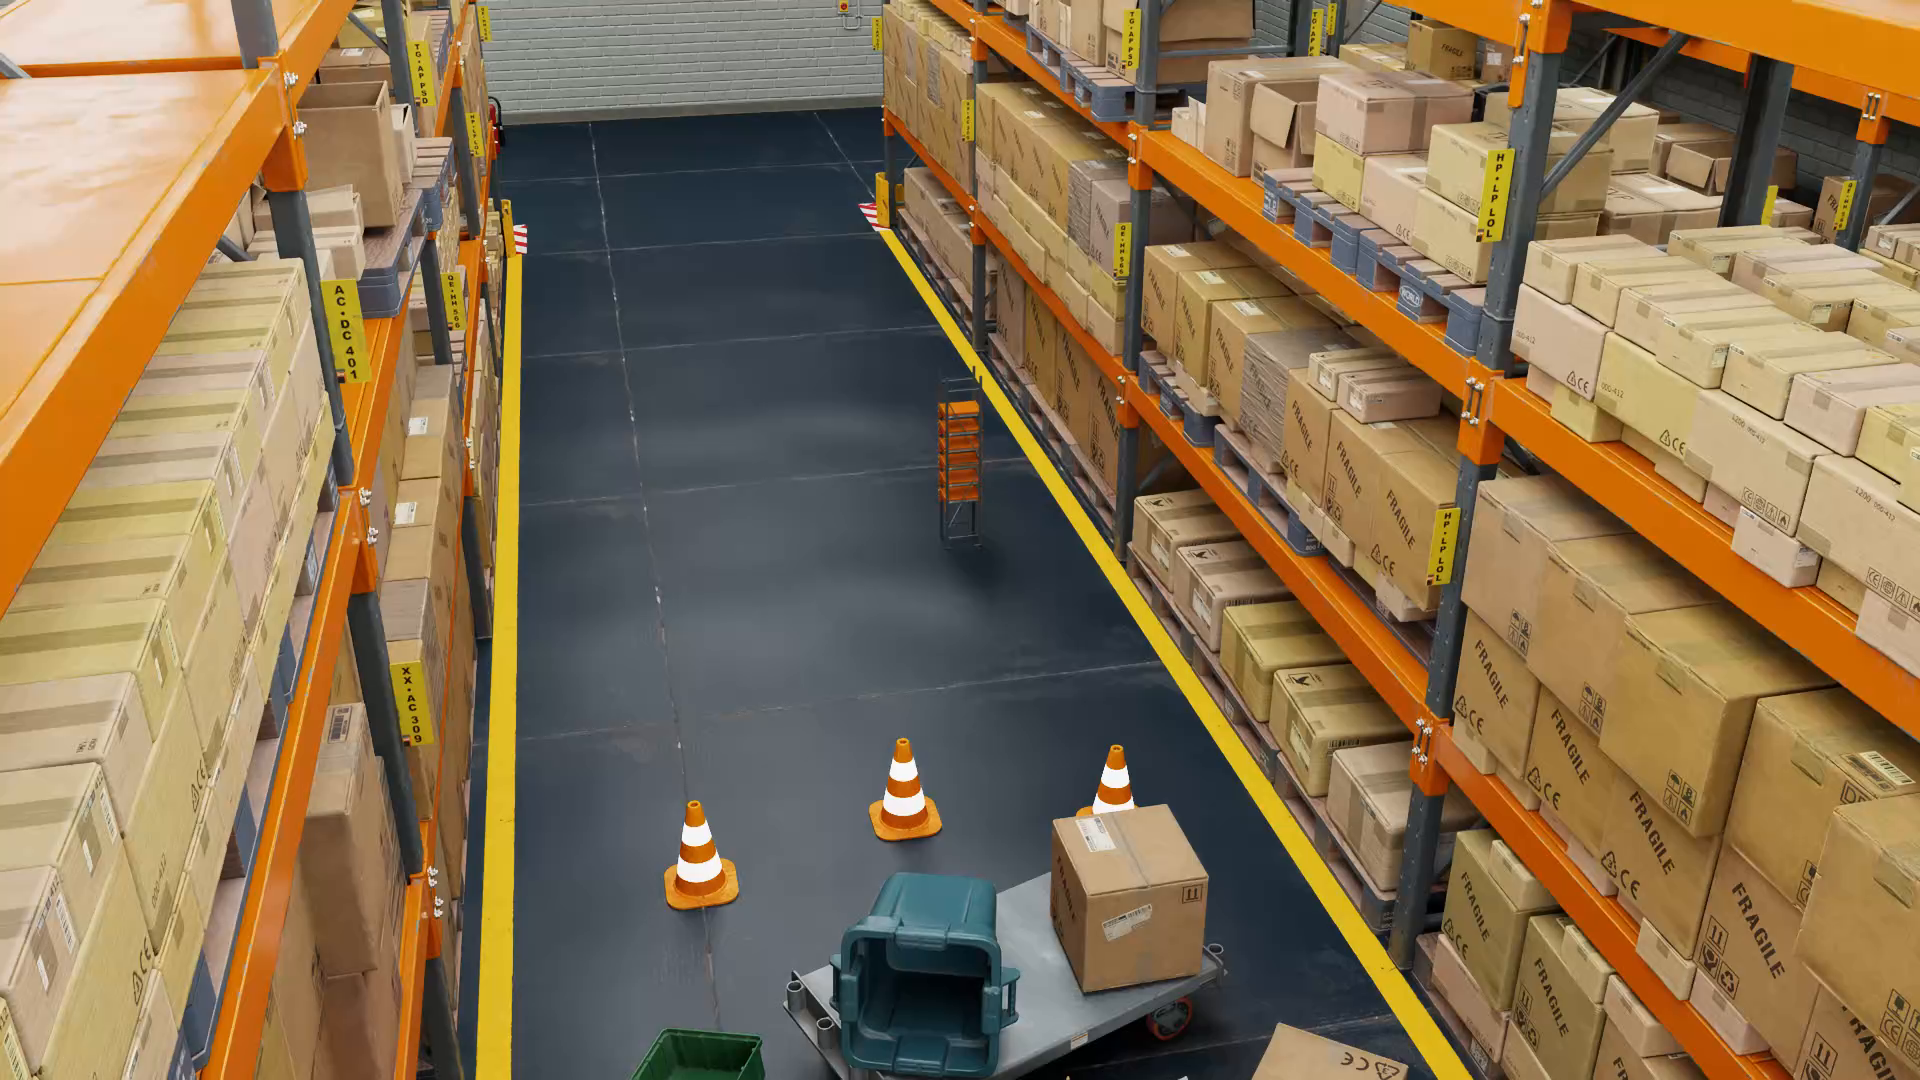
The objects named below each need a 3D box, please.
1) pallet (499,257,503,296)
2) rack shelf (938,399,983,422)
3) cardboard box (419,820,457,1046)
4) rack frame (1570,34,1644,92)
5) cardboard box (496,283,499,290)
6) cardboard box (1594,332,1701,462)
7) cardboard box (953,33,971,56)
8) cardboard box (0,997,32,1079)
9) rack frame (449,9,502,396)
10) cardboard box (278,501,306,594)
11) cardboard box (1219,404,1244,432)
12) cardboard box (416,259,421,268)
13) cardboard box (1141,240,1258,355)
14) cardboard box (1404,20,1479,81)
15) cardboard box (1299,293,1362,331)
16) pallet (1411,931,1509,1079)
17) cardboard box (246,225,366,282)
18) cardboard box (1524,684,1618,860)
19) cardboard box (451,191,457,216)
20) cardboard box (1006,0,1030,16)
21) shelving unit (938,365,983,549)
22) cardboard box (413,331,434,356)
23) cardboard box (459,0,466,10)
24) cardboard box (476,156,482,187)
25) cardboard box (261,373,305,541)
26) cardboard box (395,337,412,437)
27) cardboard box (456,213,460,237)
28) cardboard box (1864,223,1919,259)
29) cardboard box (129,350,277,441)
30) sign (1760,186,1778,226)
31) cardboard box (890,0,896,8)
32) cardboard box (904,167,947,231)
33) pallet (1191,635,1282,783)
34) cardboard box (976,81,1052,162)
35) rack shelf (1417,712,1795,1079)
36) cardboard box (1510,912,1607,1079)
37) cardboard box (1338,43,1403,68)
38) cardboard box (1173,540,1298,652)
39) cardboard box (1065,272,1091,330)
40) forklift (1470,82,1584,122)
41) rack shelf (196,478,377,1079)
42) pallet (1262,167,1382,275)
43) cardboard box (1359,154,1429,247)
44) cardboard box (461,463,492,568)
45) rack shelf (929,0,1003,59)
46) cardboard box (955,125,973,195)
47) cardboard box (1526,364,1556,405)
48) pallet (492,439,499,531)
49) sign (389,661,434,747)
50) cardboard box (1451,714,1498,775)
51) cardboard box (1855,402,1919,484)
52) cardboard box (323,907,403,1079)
[{"bbox_3d":[-4.931,-2.596,16.005,1.003,0.211,1.213,-6,27,-12],"label":"pallet"},{"bbox_3d":[0.003,-0.811,10.671,0.258,0.103,0.180,-6,27,-12],"label":"rack shelf"},{"bbox_3d":[-2.619,1.587,6.653,1.050,0.750,0.750,-6,27,-12],"label":"cardboard box"},{"bbox_3d":[5.440,-3.531,14.763,1.000,3.000,0.127,-6,27,-12],"label":"rack frame"},{"bbox_3d":[-4.413,-2.377,15.175,0.380,0.149,0.250,-5,27,-11],"label":"cardboard box"},{"bbox_3d":[2.366,-0.472,5.209,0.500,0.250,0.500,-6,27,-12],"label":"cardboard box"},{"bbox_3d":[0.151,-4.255,14.257,0.380,0.149,0.250,-6,27,-12],"label":"cardboard box"},{"bbox_3d":[-1.311,0.686,1.896,0.380,0.149,0.250,-6,27,-11],"label":"cardboard box"},{"bbox_3d":[-4.195,-2.478,12.677,1.000,3.000,0.127,-6,27,-12],"label":"rack frame"},{"bbox_3d":[-1.824,0.038,4.064,0.380,0.149,0.250,-6,27,-11],"label":"cardboard box"},{"bbox_3d":[1.619,-0.710,8.987,0.380,0.149,0.250,-4,27,-9],"label":"cardboard box"},{"bbox_3d":[-3.382,-1.628,10.145,0.380,0.149,0.250,-7,28,-14],"label":"cardboard box"},{"bbox_3d":[1.382,-1.413,9.660,0.500,0.500,0.500,-7,28,-13],"label":"cardboard box"},{"bbox_3d":[4.717,-4.802,16.286,0.500,0.500,0.500,-5,27,-10],"label":"cardboard box"},{"bbox_3d":[2.122,-1.015,8.872,0.500,0.500,0.500,-8,28,-15],"label":"cardboard box"},{"bbox_3d":[2.594,2.023,6.854,1.003,0.211,1.213,-6,27,-12],"label":"pallet"},{"bbox_3d":[-2.454,-1.067,6.254,0.380,0.149,0.250,-6,27,-12],"label":"cardboard box"},{"bbox_3d":[2.371,0.749,5.843,0.500,0.500,0.500,-6,27,-12],"label":"cardboard box"},{"bbox_3d":[-3.852,-2.416,12.037,0.380,0.149,0.250,-6,27,-11],"label":"cardboard box"},{"bbox_3d":[0.549,-3.856,11.872,0.380,0.166,0.250,-8,28,-15],"label":"cardboard box"},{"bbox_3d":[0.003,-0.529,10.814,0.258,1.200,0.189,-6,27,-12],"label":"shelving unit"},{"bbox_3d":[-3.207,-1.163,9.554,0.380,0.149,0.250,-5,27,-9],"label":"cardboard box"},{"bbox_3d":[-4.262,-4.430,13.382,0.500,0.250,0.500,-5,27,-9],"label":"cardboard box"},{"bbox_3d":[-4.179,-3.115,13.498,0.500,0.500,0.500,-6,27,-12],"label":"cardboard box"},{"bbox_3d":[-1.917,-0.191,4.076,0.500,0.250,0.500,-6,27,-12],"label":"cardboard box"},{"bbox_3d":[-3.087,-0.793,8.118,0.700,0.500,0.500,-6,27,-12],"label":"cardboard box"},{"bbox_3d":[-3.853,-2.285,12.108,0.380,0.149,0.250,-6,27,-11],"label":"cardboard box"},{"bbox_3d":[6.127,-1.939,10.779,0.380,0.149,0.250,-5,27,-10],"label":"cardboard box"},{"bbox_3d":[-1.830,-0.322,3.893,0.380,0.149,0.250,-5,27,-11],"label":"cardboard box"},{"bbox_3d":[2.935,-1.141,6.126,0.100,0.325,0.005,-6,27,-12],"label":"sign"},{"bbox_3d":[-0.486,-5.378,16.482,0.380,0.149,0.250,-5,27,-11],"label":"cardboard box"},{"bbox_3d":[-0.050,-3.545,17.169,0.875,0.438,0.875,-7,28,-13],"label":"cardboard box"},{"bbox_3d":[1.953,0.853,9.171,1.003,0.211,1.213,-6,27,-12],"label":"pallet"},{"bbox_3d":[0.424,-3.294,13.073,0.500,0.500,0.500,-6,27,-11],"label":"cardboard box"},{"bbox_3d":[2.859,1.686,5.225,1.077,0.370,4.000,-6,27,-12],"label":"rack shelf"},{"bbox_3d":[2.410,1.712,6.128,0.500,0.500,0.500,-5,27,-10],"label":"cardboard box"},{"bbox_3d":[4.379,-5.126,17.760,0.500,0.250,0.500,-6,27,-11],"label":"cardboard box"},{"bbox_3d":[1.798,0.289,9.646,0.950,0.372,0.625,-6,27,-13],"label":"cardboard box"},{"bbox_3d":[1.009,-1.620,11.145,0.500,0.250,0.500,-5,27,-11],"label":"cardboard box"},{"bbox_3d":[3.504,-1.185,10.191,1.130,2.935,3.031,-7,28,-13],"label":"forklift"},{"bbox_3d":[-1.941,0.894,3.466,1.077,0.370,4.000,-6,27,-12],"label":"rack shelf"},{"bbox_3d":[2.136,-1.505,7.629,1.213,0.211,1.003,-6,27,-12],"label":"pallet"},{"bbox_3d":[2.026,-1.437,6.986,0.500,0.250,0.500,-6,27,-11],"label":"cardboard box"},{"bbox_3d":[-3.204,-0.130,10.333,0.500,0.500,0.500,-7,28,-14],"label":"cardboard box"},{"bbox_3d":[0.154,-4.921,14.987,1.077,0.370,4.000,-6,27,-12],"label":"rack shelf"},{"bbox_3d":[0.252,-3.247,14.090,0.500,0.500,0.500,-6,27,-11],"label":"cardboard box"},{"bbox_3d":[2.238,-0.577,5.860,0.380,0.149,0.250,-6,27,-12],"label":"cardboard box"},{"bbox_3d":[-3.739,-0.355,11.565,1.003,0.211,1.213,-6,27,-12],"label":"pallet"},{"bbox_3d":[-1.852,0.555,5.619,0.100,0.325,0.005,-6,27,-12],"label":"sign"},{"bbox_3d":[2.167,0.770,6.521,0.380,0.149,0.250,-6,27,-12],"label":"cardboard box"},{"bbox_3d":[2.592,-0.250,4.329,0.380,0.149,0.250,-5,27,-11],"label":"cardboard box"},{"bbox_3d":[-2.151,1.367,4.893,0.875,0.550,0.550,-6,27,-12],"label":"cardboard box"}]
